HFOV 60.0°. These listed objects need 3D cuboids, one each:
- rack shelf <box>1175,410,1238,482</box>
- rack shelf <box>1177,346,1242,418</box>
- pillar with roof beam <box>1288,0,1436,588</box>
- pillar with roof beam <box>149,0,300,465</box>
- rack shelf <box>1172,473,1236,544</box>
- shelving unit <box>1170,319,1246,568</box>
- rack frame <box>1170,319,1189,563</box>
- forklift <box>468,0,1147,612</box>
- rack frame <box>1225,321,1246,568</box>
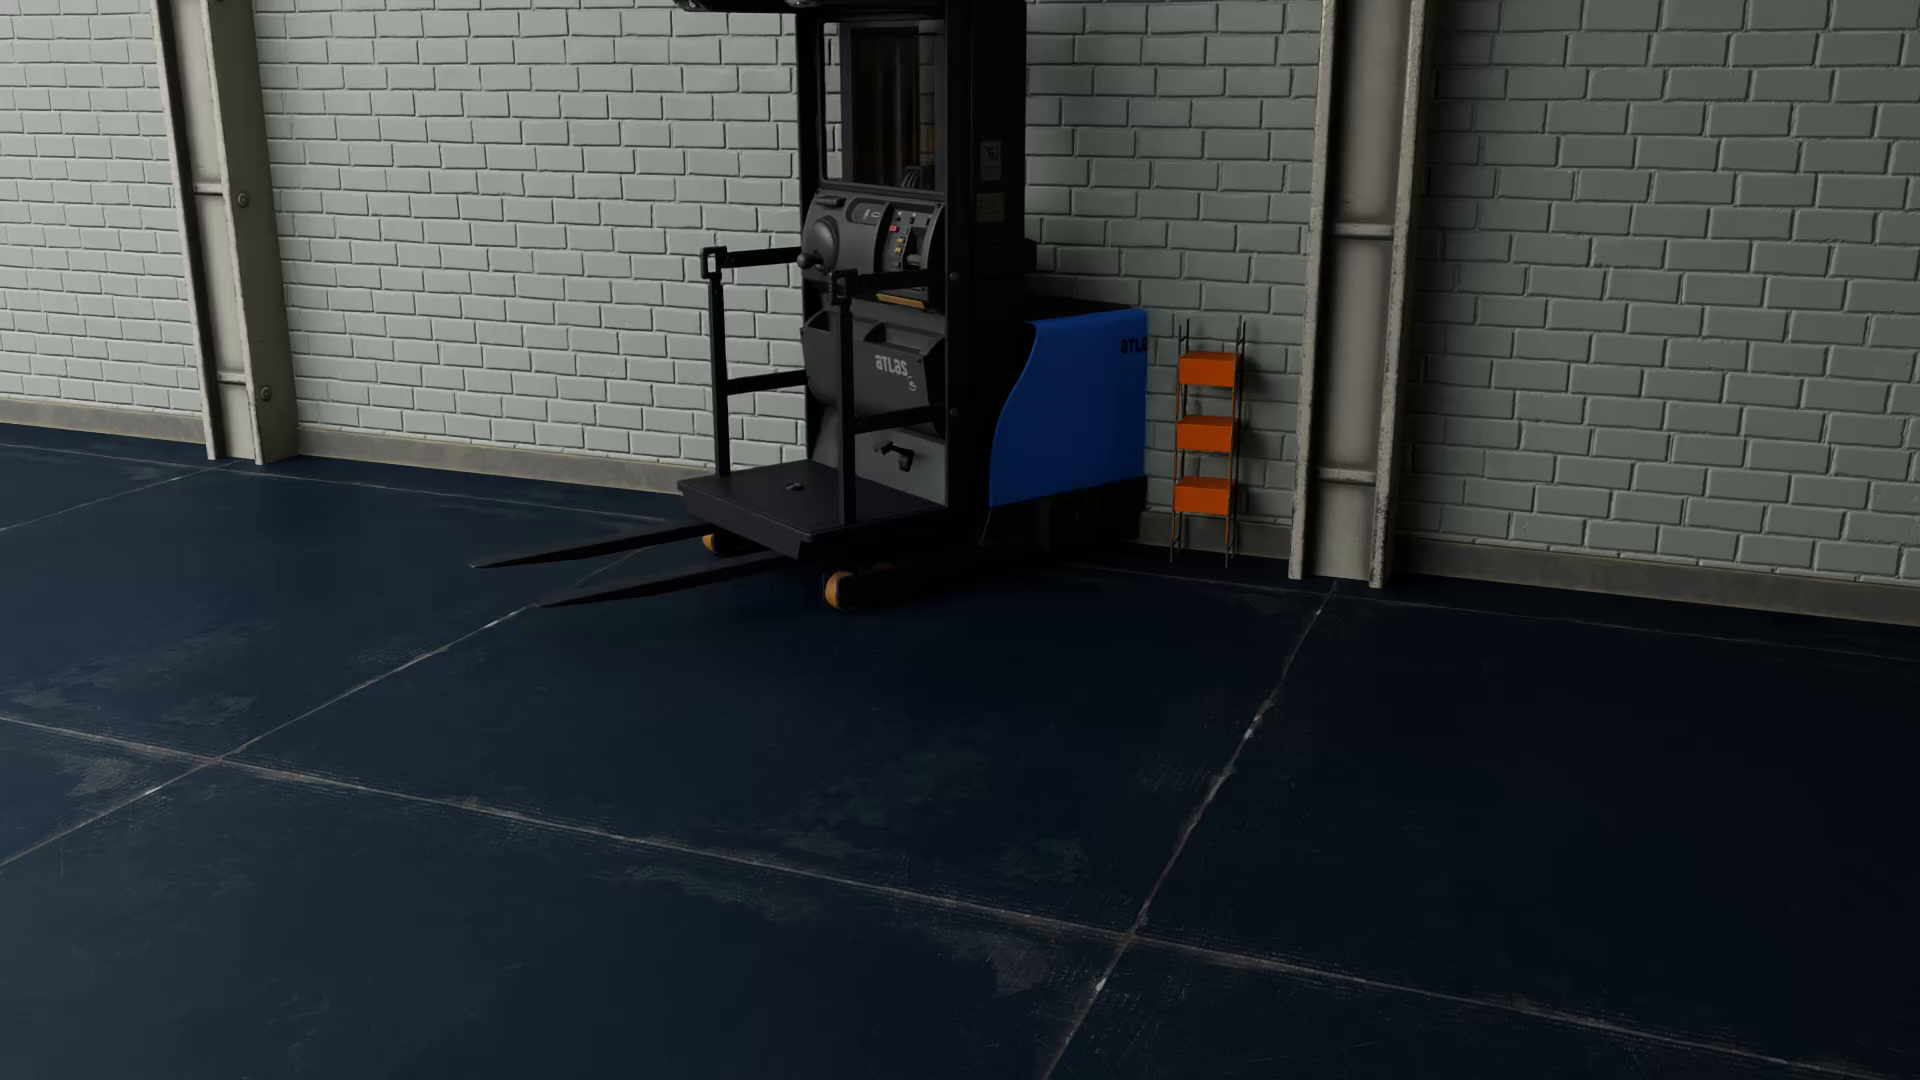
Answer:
[{"bbox_3d":[1.077,-0.410,7.241,0.240,0.259,0.215,5,17,18],"label":"rack shelf"},{"bbox_3d":[1.077,-0.683,7.162,0.240,0.259,0.215,5,17,18],"label":"rack shelf"},{"bbox_3d":[0.065,-3.061,2.078,0.400,9.000,9.100,6,17,21],"label":"pillar with roof beam"},{"bbox_3d":[-5.517,-3.675,4.193,0.400,9.000,9.100,6,17,21],"label":"pillar with roof beam"},{"bbox_3d":[1.077,-0.143,7.319,0.240,0.259,0.215,5,17,18],"label":"rack shelf"},{"bbox_3d":[1.077,-0.420,7.238,0.252,1.050,0.215,5,17,18],"label":"shelving unit"},{"bbox_3d":[0.962,-0.431,7.275,0.008,1.050,0.200,5,17,18],"label":"rack frame"},{"bbox_3d":[-0.539,-1.283,6.837,3.031,2.935,1.130,-12,20,-36],"label":"forklift"},{"bbox_3d":[1.193,-0.410,7.202,0.008,1.050,0.200,5,17,18],"label":"rack frame"}]
